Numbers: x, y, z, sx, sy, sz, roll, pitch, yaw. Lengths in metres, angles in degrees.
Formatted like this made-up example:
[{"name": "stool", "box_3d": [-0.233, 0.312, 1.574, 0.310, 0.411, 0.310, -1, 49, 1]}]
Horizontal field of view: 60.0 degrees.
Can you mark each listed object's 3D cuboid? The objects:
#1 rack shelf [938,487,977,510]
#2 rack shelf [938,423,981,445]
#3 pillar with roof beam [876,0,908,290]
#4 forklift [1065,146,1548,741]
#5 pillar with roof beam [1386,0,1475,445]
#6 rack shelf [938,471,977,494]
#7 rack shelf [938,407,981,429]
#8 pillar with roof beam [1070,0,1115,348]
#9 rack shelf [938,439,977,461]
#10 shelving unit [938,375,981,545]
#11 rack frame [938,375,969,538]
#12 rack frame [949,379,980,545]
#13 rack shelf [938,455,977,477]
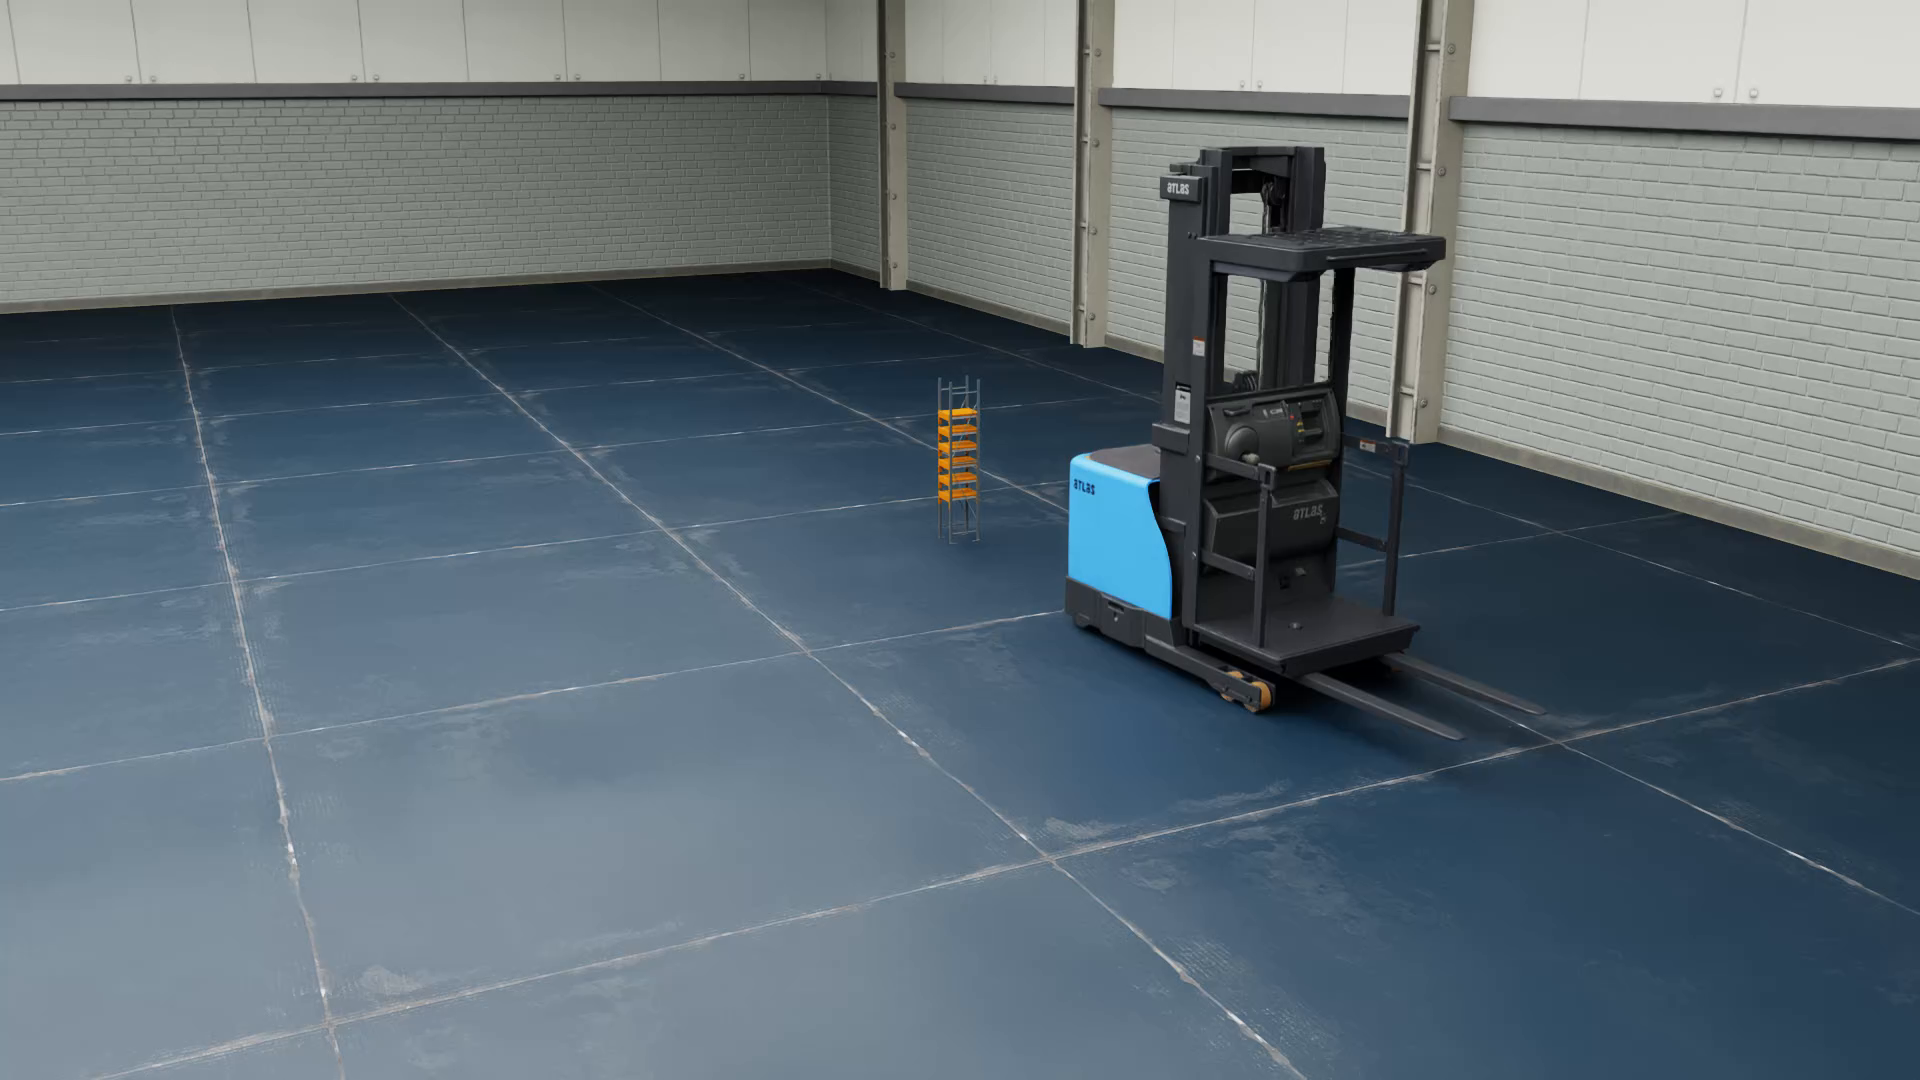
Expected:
[{"name": "rack shelf", "box_3d": [-0.006, -0.307, 12.176, 0.258, 0.103, 0.180, -8, 18, -25]}, {"name": "rack shelf", "box_3d": [-0.006, -0.768, 12.044, 0.258, 0.103, 0.180, -8, 18, -25]}, {"name": "pillar with roof beam", "box_3d": [-4.899, -7.726, 22.861, 9.100, 9.000, 0.400, -8, 18, -25]}, {"name": "forklift", "box_3d": [1.875, -0.625, 9.114, 1.130, 2.935, 3.031, -10, 19, -31]}, {"name": "pillar with roof beam", "box_3d": [0.358, -4.751, 12.492, 9.100, 9.000, 0.400, -8, 18, -25]}, {"name": "rack shelf", "box_3d": [-0.006, -0.422, 12.143, 0.258, 0.103, 0.180, -8, 18, -25]}, {"name": "rack shelf", "box_3d": [-0.006, -0.884, 12.011, 0.258, 0.103, 0.180, -8, 18, -25]}, {"name": "pillar with roof beam", "box_3d": [-2.270, -6.239, 17.676, 9.100, 9.000, 0.400, -8, 18, -25]}, {"name": "rack shelf", "box_3d": [-0.006, -0.653, 12.077, 0.258, 0.103, 0.180, -8, 18, -25]}, {"name": "shelving unit", "box_3d": [-0.006, -0.580, 12.098, 0.258, 1.200, 0.189, -8, 18, -25]}, {"name": "rack frame", "box_3d": [-0.046, -0.603, 12.177, 0.240, 1.200, 0.006, -8, 18, -25]}, {"name": "rack frame", "box_3d": [0.034, -0.558, 12.019, 0.240, 1.200, 0.006, -8, 18, -25]}, {"name": "rack shelf", "box_3d": [-0.006, -0.538, 12.110, 0.258, 0.103, 0.180, -8, 18, -25]}]
